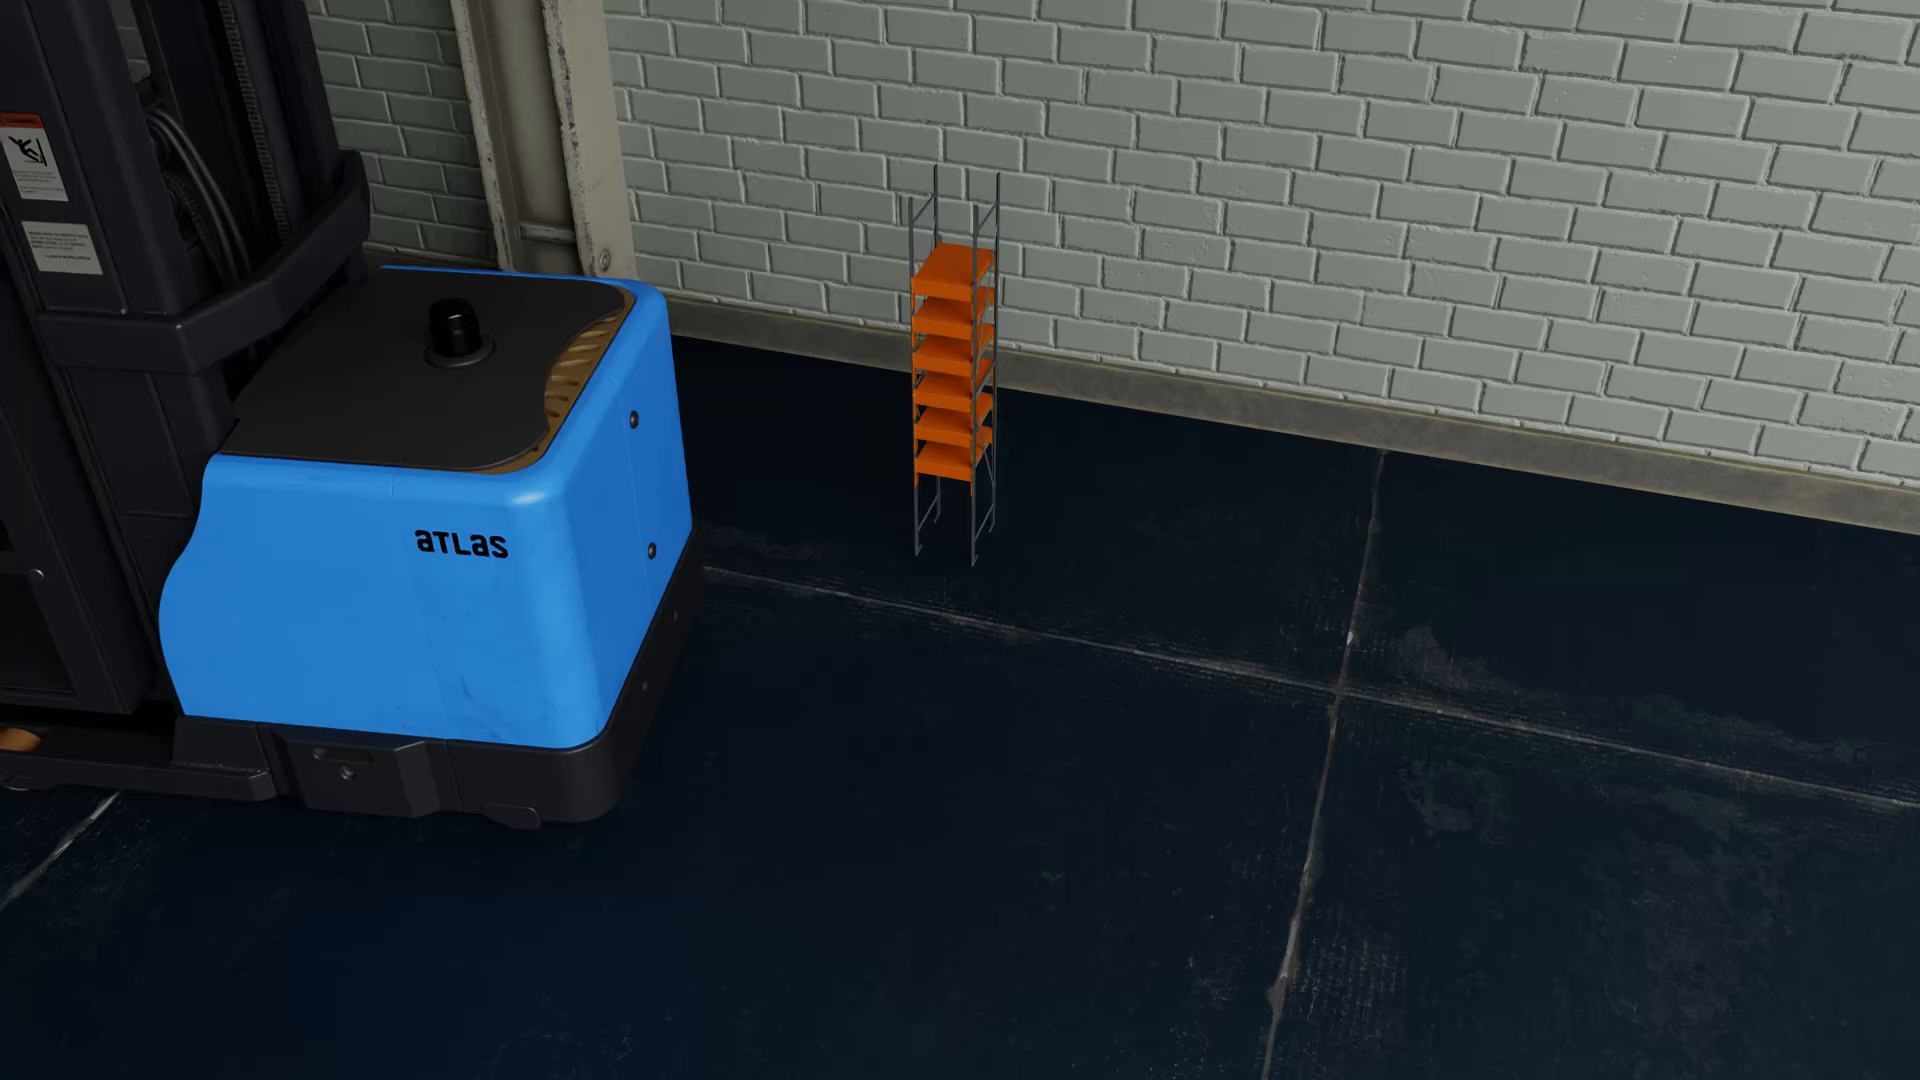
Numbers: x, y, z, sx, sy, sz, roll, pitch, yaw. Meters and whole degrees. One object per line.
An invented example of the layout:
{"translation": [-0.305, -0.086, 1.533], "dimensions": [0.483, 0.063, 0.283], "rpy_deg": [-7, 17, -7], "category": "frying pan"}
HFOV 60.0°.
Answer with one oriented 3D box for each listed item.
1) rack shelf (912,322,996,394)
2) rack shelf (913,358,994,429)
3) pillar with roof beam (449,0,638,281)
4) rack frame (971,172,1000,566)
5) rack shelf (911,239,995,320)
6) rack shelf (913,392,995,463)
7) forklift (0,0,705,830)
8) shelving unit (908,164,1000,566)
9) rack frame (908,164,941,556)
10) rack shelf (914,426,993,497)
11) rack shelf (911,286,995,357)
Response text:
{"translation": [-0.014, -0.547, 4.853], "dimensions": [0.180, 0.103, 0.258], "rpy_deg": [10, 38, 14], "category": "rack shelf"}
{"translation": [-0.014, -0.450, 4.924], "dimensions": [0.180, 0.103, 0.258], "rpy_deg": [10, 38, 14], "category": "rack shelf"}
{"translation": [-2.728, -1.961, 0.323], "dimensions": [0.400, 9.000, 9.100], "rpy_deg": [10, 38, 14], "category": "pillar with roof beam"}
{"translation": [0.074, -0.470, 4.876], "dimensions": [0.006, 1.200, 0.240], "rpy_deg": [10, 38, 14], "category": "rack frame"}
{"translation": [-0.014, -0.740, 4.711], "dimensions": [0.180, 0.103, 0.258], "rpy_deg": [10, 38, 14], "category": "rack shelf"}
{"translation": [-0.014, -0.353, 4.995], "dimensions": [0.180, 0.103, 0.258], "rpy_deg": [10, 38, 14], "category": "rack shelf"}
{"translation": [-2.312, -0.830, 3.904], "dimensions": [3.031, 2.935, 1.130], "rpy_deg": [4, 37, 6], "category": "forklift"}
{"translation": [-0.014, -0.486, 4.898], "dimensions": [0.189, 1.200, 0.258], "rpy_deg": [10, 38, 14], "category": "shelving unit"}
{"translation": [-0.101, -0.502, 4.920], "dimensions": [0.006, 1.200, 0.240], "rpy_deg": [10, 38, 14], "category": "rack frame"}
{"translation": [-0.014, -0.257, 5.066], "dimensions": [0.180, 0.103, 0.258], "rpy_deg": [10, 38, 14], "category": "rack shelf"}
{"translation": [-0.014, -0.643, 4.782], "dimensions": [0.180, 0.103, 0.258], "rpy_deg": [10, 38, 14], "category": "rack shelf"}
